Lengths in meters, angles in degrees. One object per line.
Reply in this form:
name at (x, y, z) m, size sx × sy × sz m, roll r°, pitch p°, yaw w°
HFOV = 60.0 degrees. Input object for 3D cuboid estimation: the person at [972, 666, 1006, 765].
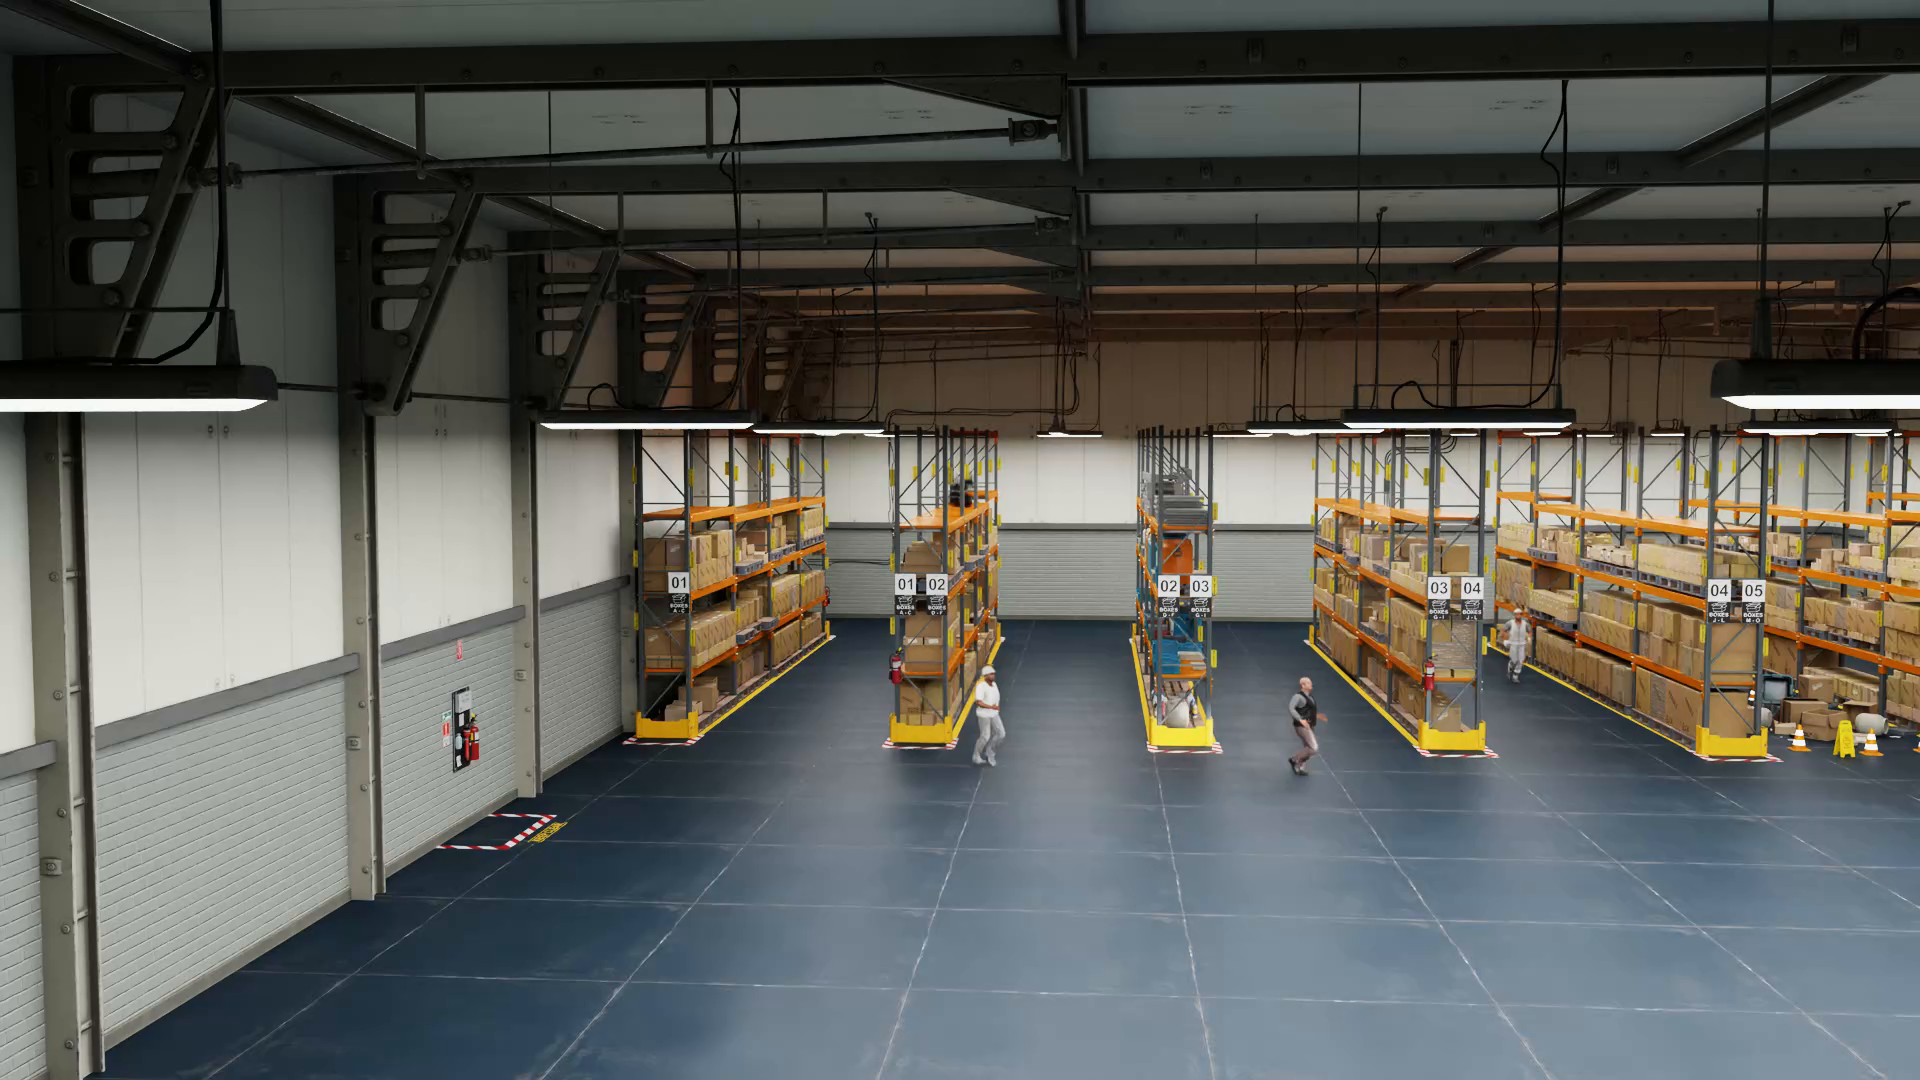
person at (0.533, 3.102, 29.199) m, size 0.697 × 1.792 × 0.731 m, roll 3°, pitch 4°, yaw 38°

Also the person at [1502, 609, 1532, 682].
person at (13.156, 2.491, 39.206) m, size 0.669 × 1.749 × 0.584 m, roll 0°, pitch 3°, yaw 3°

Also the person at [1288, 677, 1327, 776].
person at (5.911, 3.154, 28.261) m, size 0.567 × 1.628 × 0.637 m, roll 2°, pitch 4°, yaw 34°
